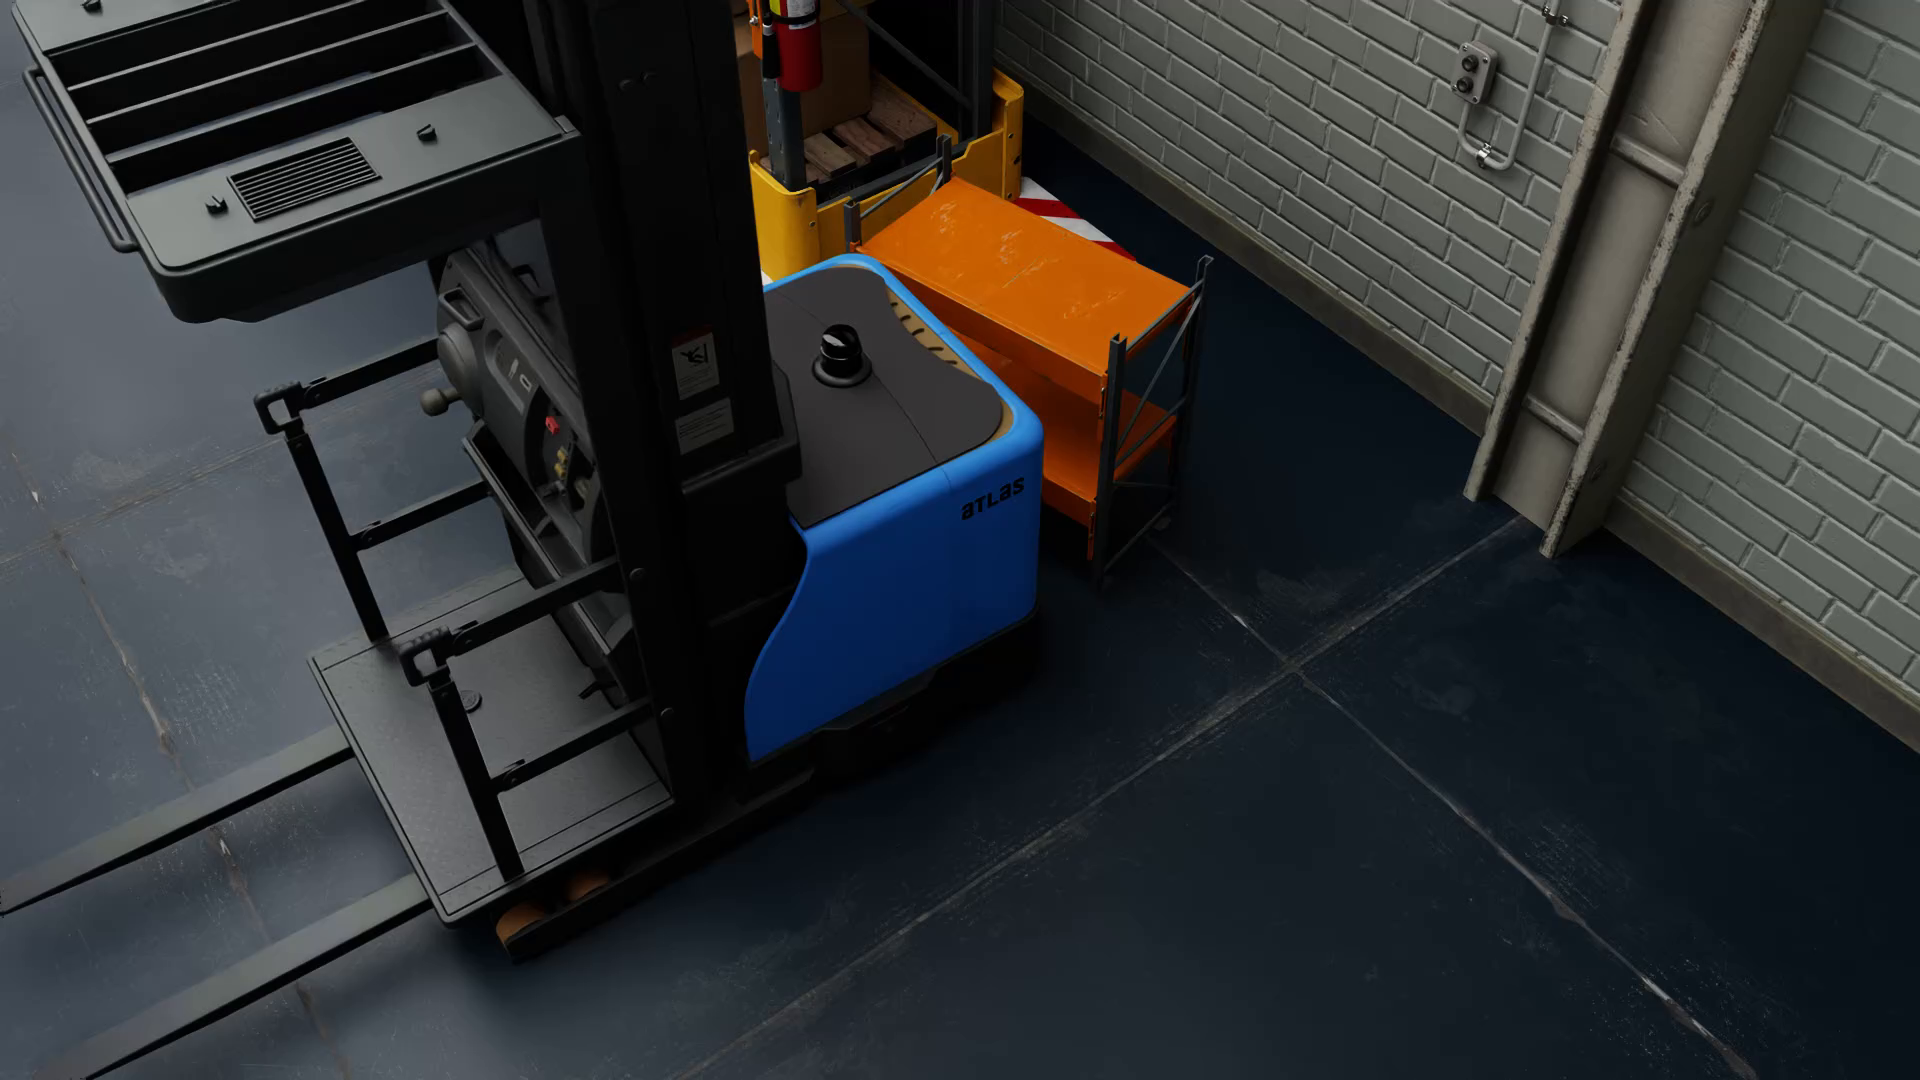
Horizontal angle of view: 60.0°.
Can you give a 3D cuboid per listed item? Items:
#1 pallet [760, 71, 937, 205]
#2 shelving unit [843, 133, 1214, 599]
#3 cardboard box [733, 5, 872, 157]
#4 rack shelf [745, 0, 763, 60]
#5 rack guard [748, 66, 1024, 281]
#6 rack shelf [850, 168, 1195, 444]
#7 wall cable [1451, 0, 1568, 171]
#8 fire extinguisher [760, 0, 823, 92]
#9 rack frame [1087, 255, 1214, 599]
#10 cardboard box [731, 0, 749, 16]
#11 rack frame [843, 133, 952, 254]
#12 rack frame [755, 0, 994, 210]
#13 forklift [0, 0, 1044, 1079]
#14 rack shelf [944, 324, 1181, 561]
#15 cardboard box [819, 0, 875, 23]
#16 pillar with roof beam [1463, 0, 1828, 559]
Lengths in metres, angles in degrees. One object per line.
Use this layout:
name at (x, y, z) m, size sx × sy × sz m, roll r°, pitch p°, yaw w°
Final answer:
pallet at (-0.846, -1.828, 7.265) m, size 1.003 × 0.211 × 1.213 m, roll -29°, pitch 54°, yaw -24°
shelving unit at (0.201, -0.568, 5.505) m, size 1.048 × 1.125 × 0.538 m, roll 31°, pitch 55°, yaw 25°
cardboard box at (-0.803, -1.998, 6.940) m, size 0.700 × 0.500 × 0.500 m, roll -29°, pitch 54°, yaw -24°
rack shelf at (-1.511, -3.266, 7.172) m, size 1.077 × 0.370 × 4.000 m, roll -29°, pitch 54°, yaw -24°
rack guard at (-0.285, -1.475, 6.750) m, size 1.175 × 0.500 × 0.348 m, roll -29°, pitch 54°, yaw -24°
rack shelf at (0.201, -0.764, 5.289) m, size 1.000 × 0.278 × 0.538 m, roll 31°, pitch 55°, yaw 25°
wall cable at (1.228, -2.339, 5.160) m, size 0.084 × 1.984 × 1.851 m, roll -29°, pitch 54°, yaw -24°
fire extinguisher at (-0.576, -1.881, 5.735) m, size 0.296 × 0.674 × 0.183 m, roll -29°, pitch 54°, yaw -24°
rack frame at (0.597, -0.332, 5.291) m, size 0.032 × 1.125 × 0.500 m, roll 31°, pitch 55°, yaw 25°
cardboard box at (-1.026, -2.210, 6.694) m, size 0.380 × 0.149 × 0.250 m, roll -30°, pitch 54°, yaw -24°
rack frame at (-0.196, -0.804, 5.719) m, size 0.032 × 1.125 × 0.500 m, roll 31°, pitch 55°, yaw 25°
rack frame at (-0.300, -2.328, 5.836) m, size 1.000 × 3.000 × 0.127 m, roll -29°, pitch 54°, yaw -24°
forklift at (-1.257, -0.265, 4.012) m, size 3.031 × 2.935 × 1.130 m, roll -27°, pitch 53°, yaw -22°
rack shelf at (0.201, -0.403, 5.686) m, size 1.000 × 0.278 × 0.538 m, roll 31°, pitch 55°, yaw 25°
cardboard box at (-0.568, -2.232, 6.714) m, size 0.380 × 0.149 × 0.250 m, roll -29°, pitch 54°, yaw -24°
pillar with roof beam at (-1.403, -1.208, 0.771) m, size 9.100 × 9.000 × 0.400 m, roll -29°, pitch 54°, yaw -24°
